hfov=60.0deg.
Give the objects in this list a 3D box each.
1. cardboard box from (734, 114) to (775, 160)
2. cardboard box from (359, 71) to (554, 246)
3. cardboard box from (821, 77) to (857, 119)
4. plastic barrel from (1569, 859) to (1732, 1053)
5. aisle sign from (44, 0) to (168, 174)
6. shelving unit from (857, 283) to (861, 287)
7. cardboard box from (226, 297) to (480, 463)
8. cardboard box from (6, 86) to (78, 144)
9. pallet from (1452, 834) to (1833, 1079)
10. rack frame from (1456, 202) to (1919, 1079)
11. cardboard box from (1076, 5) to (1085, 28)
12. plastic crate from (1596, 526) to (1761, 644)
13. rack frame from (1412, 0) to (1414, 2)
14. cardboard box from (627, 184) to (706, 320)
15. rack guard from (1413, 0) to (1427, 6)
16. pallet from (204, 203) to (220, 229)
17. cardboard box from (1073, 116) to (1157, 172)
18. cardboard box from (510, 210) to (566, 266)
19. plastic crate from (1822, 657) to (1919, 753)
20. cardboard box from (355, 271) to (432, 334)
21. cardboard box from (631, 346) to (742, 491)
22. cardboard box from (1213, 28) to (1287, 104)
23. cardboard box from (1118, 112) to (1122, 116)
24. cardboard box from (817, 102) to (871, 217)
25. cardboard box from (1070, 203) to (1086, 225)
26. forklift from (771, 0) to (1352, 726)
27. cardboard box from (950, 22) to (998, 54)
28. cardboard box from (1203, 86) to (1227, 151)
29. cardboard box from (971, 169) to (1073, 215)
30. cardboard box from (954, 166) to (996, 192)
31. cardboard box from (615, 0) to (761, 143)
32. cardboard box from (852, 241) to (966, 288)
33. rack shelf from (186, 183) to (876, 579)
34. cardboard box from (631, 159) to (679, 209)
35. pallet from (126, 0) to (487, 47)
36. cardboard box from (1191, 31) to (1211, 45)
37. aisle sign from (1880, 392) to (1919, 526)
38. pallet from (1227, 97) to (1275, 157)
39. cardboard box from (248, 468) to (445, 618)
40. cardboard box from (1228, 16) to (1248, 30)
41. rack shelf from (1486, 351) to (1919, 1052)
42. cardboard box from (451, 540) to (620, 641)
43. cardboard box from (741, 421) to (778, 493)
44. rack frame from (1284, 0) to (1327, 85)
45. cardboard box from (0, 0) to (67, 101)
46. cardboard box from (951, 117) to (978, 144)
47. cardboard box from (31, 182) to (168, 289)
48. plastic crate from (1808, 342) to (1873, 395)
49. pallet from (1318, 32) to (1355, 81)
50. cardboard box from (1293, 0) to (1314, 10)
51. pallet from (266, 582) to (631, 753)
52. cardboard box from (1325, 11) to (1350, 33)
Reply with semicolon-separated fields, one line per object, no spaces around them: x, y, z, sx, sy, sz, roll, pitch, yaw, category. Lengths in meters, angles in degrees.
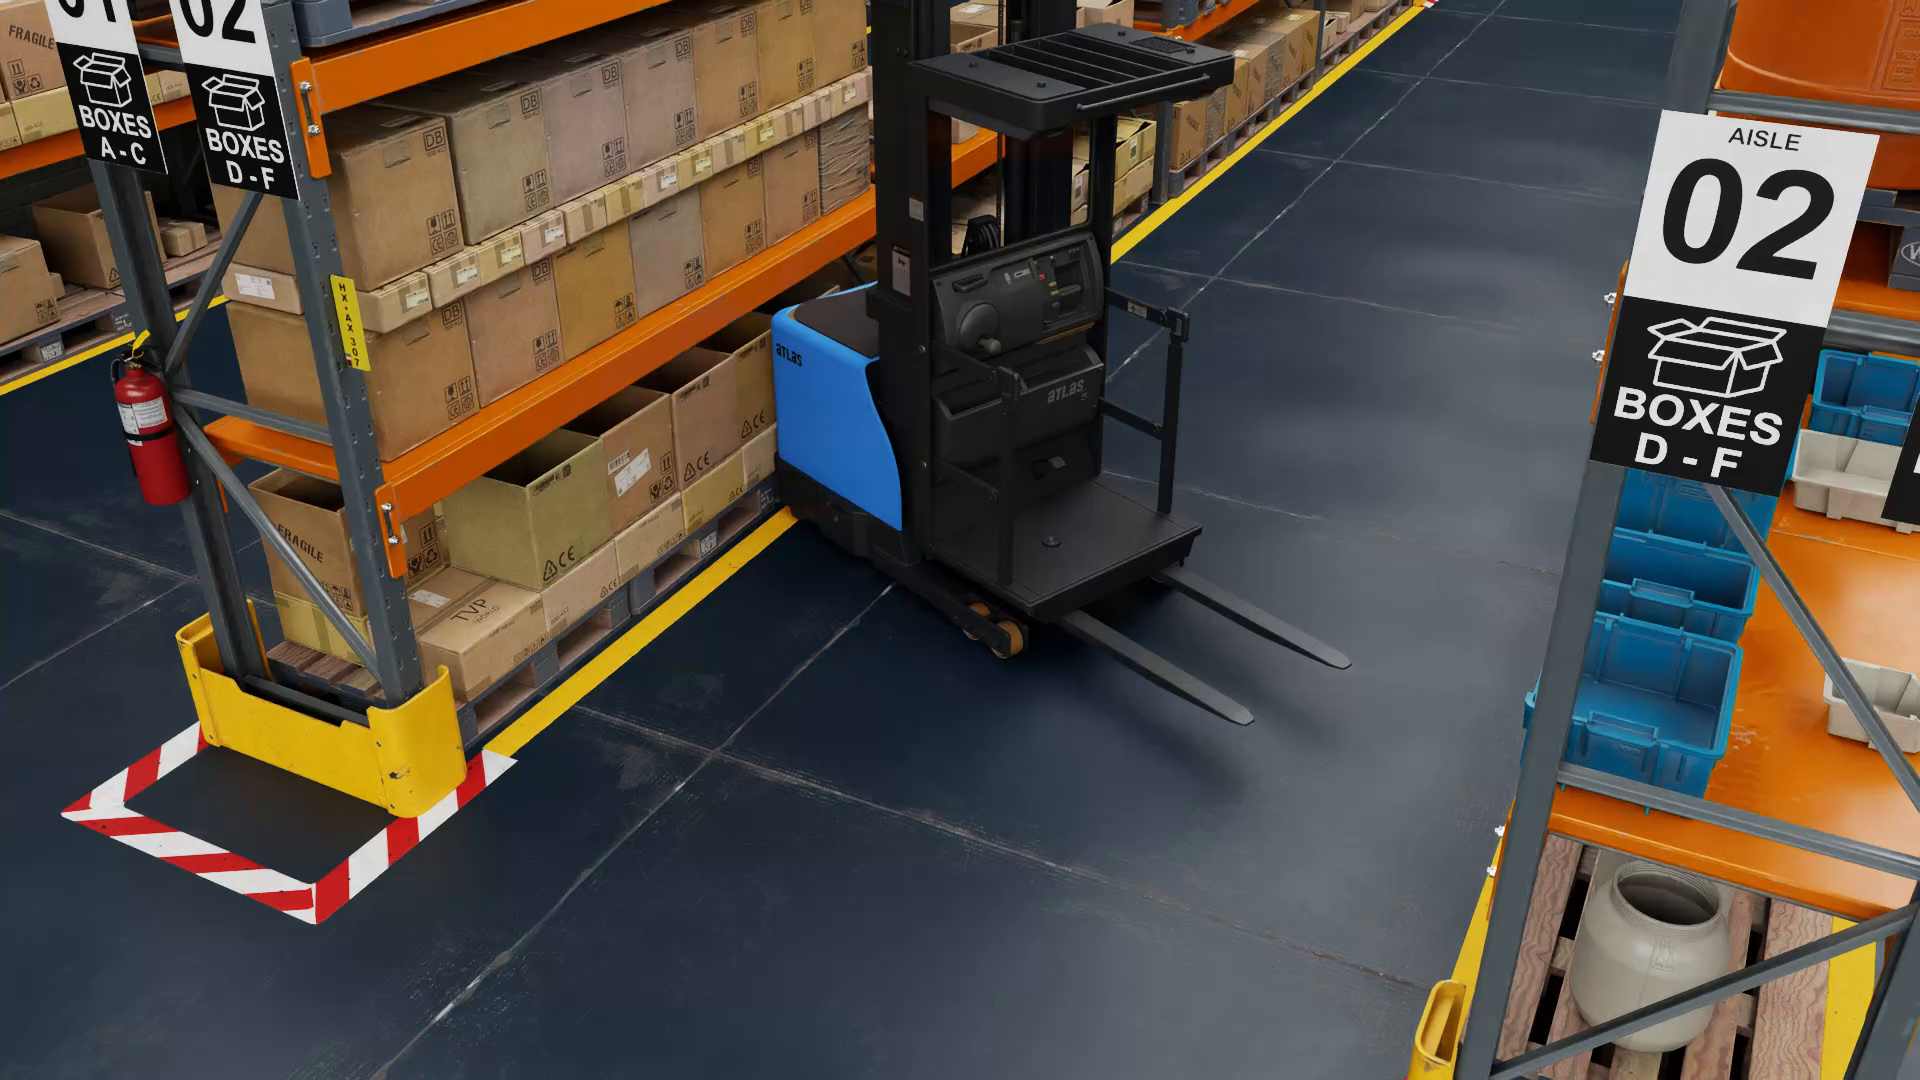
-1.100;-1.918;7.826;0.380;0.149;0.250;14;33;23;cardboard box
-2.041;-1.508;6.461;0.700;0.500;0.500;13;32;22;cardboard box
-0.749;-2.260;8.421;0.380;0.149;0.250;14;33;22;cardboard box
2.116;1.273;5.098;0.421;0.512;0.421;0;30;0;plastic barrel
-2.815;-1.605;5.422;0.394;0.787;0.004;14;33;23;aisle sign
-0.455;-0.899;8.886;0.258;0.900;0.210;12;34;25;shelving unit
-2.300;-0.687;6.335;0.700;0.500;0.500;14;33;23;cardboard box
-5.509;-2.555;9.817;0.500;0.250;0.500;14;33;23;cardboard box
2.251;1.491;5.441;1.003;0.211;1.213;14;33;23;pallet
1.884;0.685;4.045;1.000;3.000;0.127;14;33;23;rack frame
0.541;-3.595;11.588;0.500;0.311;0.500;14;33;23;cardboard box
2.146;0.173;5.085;0.499;0.251;0.408;14;33;23;plastic crate
4.765;-7.533;18.356;1.000;3.000;0.127;14;33;23;rack frame
-1.597;-1.374;7.531;0.700;0.500;0.500;15;33;25;cardboard box
4.730;-6.415;18.920;1.175;0.500;0.348;14;33;23;rack guard
-4.760;-2.472;12.342;1.003;0.211;1.213;14;33;23;pallet
1.101;-2.931;12.119;0.500;0.311;0.500;15;33;25;cardboard box
-1.804;-1.229;6.626;0.380;0.149;0.250;14;33;23;cardboard box
2.578;0.476;4.674;0.298;0.136;0.250;14;33;23;plastic crate
-2.154;-0.890;6.036;0.380;0.149;0.250;14;33;23;cardboard box
-1.396;-0.607;7.881;0.500;0.500;0.500;14;33;23;cardboard box
2.511;-4.143;14.521;0.500;0.500;0.500;15;33;24;cardboard box
1.337;-3.561;13.508;0.500;0.500;0.500;16;33;25;cardboard box
-0.898;-2.059;8.722;0.700;0.500;0.500;13;32;22;cardboard box
0.634;-2.236;11.471;0.500;0.250;0.500;15;33;24;cardboard box
0.402;-1.033;7.105;1.130;2.935;3.031;-23;37;-34;forklift
-0.097;-2.827;10.060;0.500;0.500;0.500;17;34;27;cardboard box
1.816;-3.464;13.338;0.500;0.500;0.500;13;32;22;cardboard box
0.407;-2.255;10.941;0.500;0.311;0.500;15;33;25;cardboard box
-0.079;-2.366;11.133;0.500;0.311;0.500;14;33;23;cardboard box
-1.356;-2.175;7.622;0.700;0.500;0.500;14;33;23;cardboard box
-0.292;-1.573;9.753;0.500;0.311;0.500;14;33;23;cardboard box
-1.613;-1.015;7.727;1.077;0.370;4.000;14;33;23;rack shelf
-1.453;-1.571;7.222;0.380;0.149;0.250;15;33;24;cardboard box
-2.179;-2.010;5.815;1.003;0.211;1.213;14;33;23;pallet
1.822;-4.367;14.158;0.500;0.250;0.500;14;33;22;cardboard box
2.112;-0.344;3.226;0.394;0.787;0.004;14;33;23;aisle sign
2.051;-3.639;14.374;1.003;0.211;1.213;14;33;23;pallet
-2.545;-0.060;6.929;0.500;0.500;0.500;14;33;23;cardboard box
2.272;-4.468;15.088;0.500;0.500;0.500;15;33;24;cardboard box
2.795;0.111;5.768;1.077;0.370;4.000;14;33;23;rack shelf
-1.857;0.160;7.298;0.500;0.250;0.500;14;33;23;cardboard box
-1.170;-0.503;8.454;0.500;0.250;0.500;14;33;23;cardboard box
2.943;-5.760;15.268;1.000;3.000;0.127;14;33;23;rack frame
-5.515;-2.881;9.633;0.500;0.500;0.500;13;32;22;cardboard box
-0.116;-2.451;9.758;0.380;0.149;0.250;14;33;23;cardboard box
-5.551;-1.973;10.742;0.500;0.500;0.500;12;32;20;cardboard box
3.354;-0.858;6.794;0.767;0.338;0.504;14;33;23;plastic crate
3.256;-4.855;16.492;1.003;0.211;1.213;14;33;23;pallet
3.291;-5.434;16.959;0.500;0.311;0.500;14;33;23;cardboard box
-2.213;0.421;7.305;1.003;0.211;1.213;14;33;23;pallet
3.711;-5.245;16.774;0.380;0.166;0.250;14;33;23;cardboard box
